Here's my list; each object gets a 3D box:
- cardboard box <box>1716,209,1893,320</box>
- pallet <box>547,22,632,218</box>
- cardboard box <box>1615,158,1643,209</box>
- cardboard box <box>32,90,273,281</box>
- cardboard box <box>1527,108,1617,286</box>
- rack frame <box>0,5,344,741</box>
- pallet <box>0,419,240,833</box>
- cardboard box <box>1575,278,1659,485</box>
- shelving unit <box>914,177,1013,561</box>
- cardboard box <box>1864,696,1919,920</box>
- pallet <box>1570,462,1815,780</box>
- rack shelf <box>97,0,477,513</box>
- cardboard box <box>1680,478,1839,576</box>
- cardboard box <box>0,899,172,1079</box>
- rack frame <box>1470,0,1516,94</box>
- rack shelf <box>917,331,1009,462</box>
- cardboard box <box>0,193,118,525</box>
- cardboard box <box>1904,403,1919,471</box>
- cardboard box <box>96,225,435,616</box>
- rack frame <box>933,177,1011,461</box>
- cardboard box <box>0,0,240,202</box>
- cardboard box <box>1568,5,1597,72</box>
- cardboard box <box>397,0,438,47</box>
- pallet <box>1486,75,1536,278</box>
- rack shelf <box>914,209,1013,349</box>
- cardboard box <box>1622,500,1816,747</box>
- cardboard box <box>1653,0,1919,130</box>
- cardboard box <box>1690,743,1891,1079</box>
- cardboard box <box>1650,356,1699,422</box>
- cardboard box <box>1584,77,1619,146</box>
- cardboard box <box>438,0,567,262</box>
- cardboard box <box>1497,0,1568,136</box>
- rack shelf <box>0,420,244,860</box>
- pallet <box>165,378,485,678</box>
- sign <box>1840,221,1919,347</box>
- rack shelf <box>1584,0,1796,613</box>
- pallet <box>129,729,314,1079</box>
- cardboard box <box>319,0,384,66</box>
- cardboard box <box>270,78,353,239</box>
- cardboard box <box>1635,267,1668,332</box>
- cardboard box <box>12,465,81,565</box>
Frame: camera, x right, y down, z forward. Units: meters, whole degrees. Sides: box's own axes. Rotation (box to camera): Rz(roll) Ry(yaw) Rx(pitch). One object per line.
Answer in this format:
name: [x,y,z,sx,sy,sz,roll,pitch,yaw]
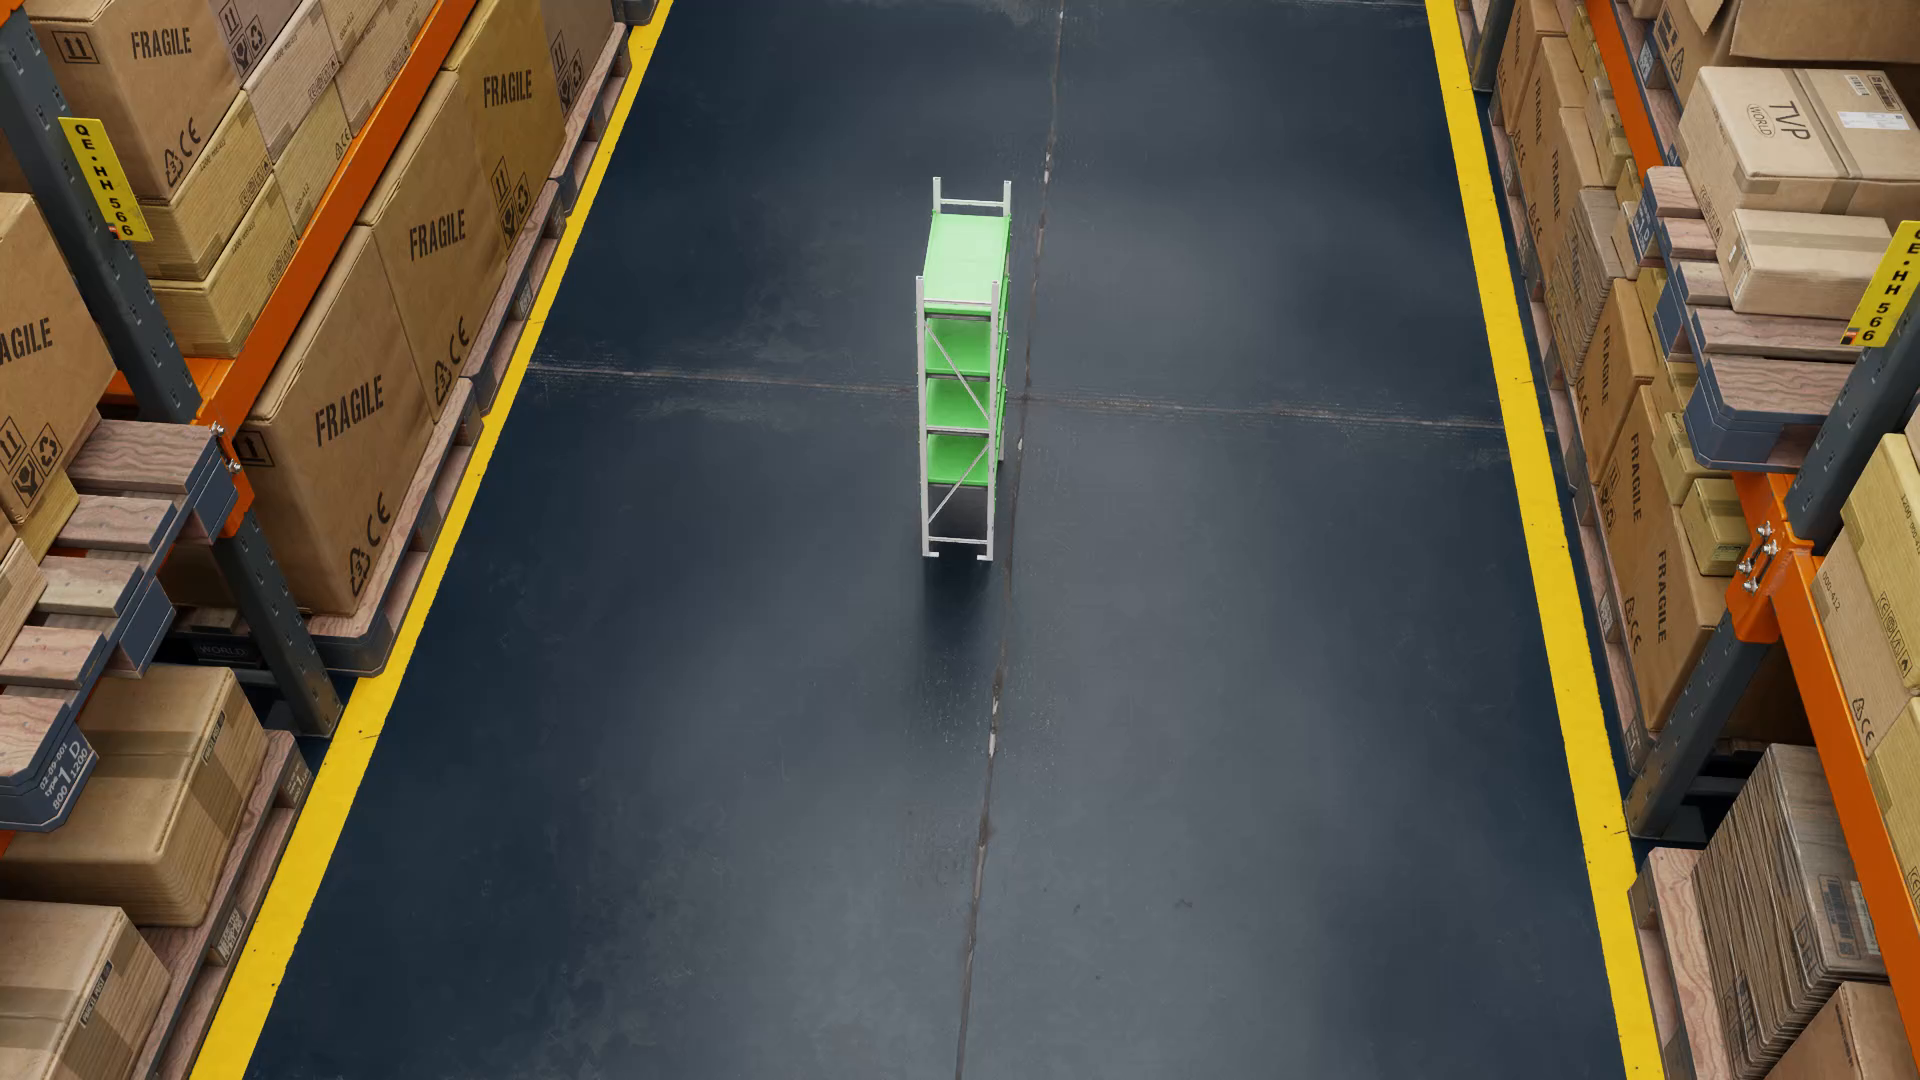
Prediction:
cardboard box: [2.169,-0.702,4.245,0.380,0.149,0.250,5,48,4]
pallet: [-2.082,-1.894,7.339,1.003,0.211,1.213,4,48,4]
cardboard box: [2.506,-1.183,5.769,0.380,0.149,0.250,4,48,4]
cardboard box: [-2.160,-0.941,4.341,0.500,0.250,0.500,4,48,3]
cardboard box: [2.499,-1.275,6.293,0.500,0.500,0.500,3,48,2]
rack frame: [-2.452,-0.467,4.145,1.000,3.000,0.127,4,48,4]
pallet: [-2.411,0.128,3.730,1.213,0.211,1.003,4,48,4]
cardboard box: [2.417,-0.511,5.594,0.500,0.500,0.500,6,48,5]
shelving unit: [0.015,-0.527,5.419,0.258,1.200,0.503,4,48,4]
cardboard box: [2.157,0.593,3.276,0.500,0.250,0.500,3,48,3]
pallet: [2.597,0.259,5.370,1.003,0.211,1.213,4,48,4]
rack shelf: [-2.269,-1.694,5.754,1.077,0.370,4.000,4,48,4]
cardboard box: [2.284,-0.033,4.718,0.380,0.149,0.250,2,48,2]
cardboard box: [-2.572,1.235,4.084,0.950,0.372,0.625,3,48,3]
rack frame: [2.856,-3.076,6.530,1.000,3.000,0.127,4,48,4]
rack shelf: [0.015,-0.483,5.466,0.258,0.148,0.480,4,48,4]
cardboard box: [-2.216,-0.391,3.521,0.500,0.500,0.500,3,48,2]
cardboard box: [2.169,-0.175,3.370,0.380,0.149,0.250,5,48,5]
cardboard box: [-2.306,-0.394,5.233,0.875,0.875,0.875,3,48,3]
rack frame: [0.037,-0.706,5.583,0.240,1.200,0.015,4,48,4]
cardboard box: [-2.163,-1.185,4.055,0.500,0.500,0.500,2,48,2]
cardboard box: [2.598,-1.949,6.470,0.380,0.149,0.250,2,48,2]
cardboard box: [-2.032,-1.886,5.544,0.500,0.250,0.500,4,48,4]
pallet: [2.820,-1.534,7.010,1.003,0.211,1.213,4,48,4]
rack shelf: [0.015,-0.807,5.111,0.258,0.148,0.480,4,48,4]
cardboard box: [2.316,0.240,4.907,0.500,0.500,0.500,5,48,5]
cardboard box: [2.456,-1.525,4.757,0.797,0.503,0.637,3,48,3]
cardboard box: [2.421,0.981,4.145,0.875,0.625,0.625,5,48,5]
cardboard box: [2.346,-0.427,5.077,0.380,0.149,0.250,2,48,2]
cardboard box: [2.527,-1.566,6.119,0.380,0.149,0.250,4,48,3]
cardboard box: [-2.139,-1.706,6.433,0.875,0.875,0.875,5,48,5]
cardboard box: [2.588,-2.034,6.987,0.500,0.500,0.500,6,48,5]
rack shelf: [-2.634,1.245,3.066,1.077,0.370,4.000,4,48,4]
pallet: [-2.305,-0.101,5.699,1.003,0.211,1.213,4,48,4]
sign: [1.950,-0.530,3.471,0.100,0.325,0.005,4,48,4]
rack shelf: [2.674,-1.363,5.452,1.077,0.370,4.000,4,48,4]
pallet: [-2.524,1.048,4.649,1.003,0.211,1.213,4,48,4]
cardboard box: [-2.054,-1.686,5.023,0.500,0.250,0.500,4,48,3]
cardboard box: [-2.127,-1.138,4.860,0.500,0.250,0.500,3,48,2]
cardboard box: [2.438,-0.801,5.419,0.380,0.149,0.250,3,48,3]
cardboard box: [-2.200,-0.066,3.663,0.380,0.149,0.250,5,48,4]
